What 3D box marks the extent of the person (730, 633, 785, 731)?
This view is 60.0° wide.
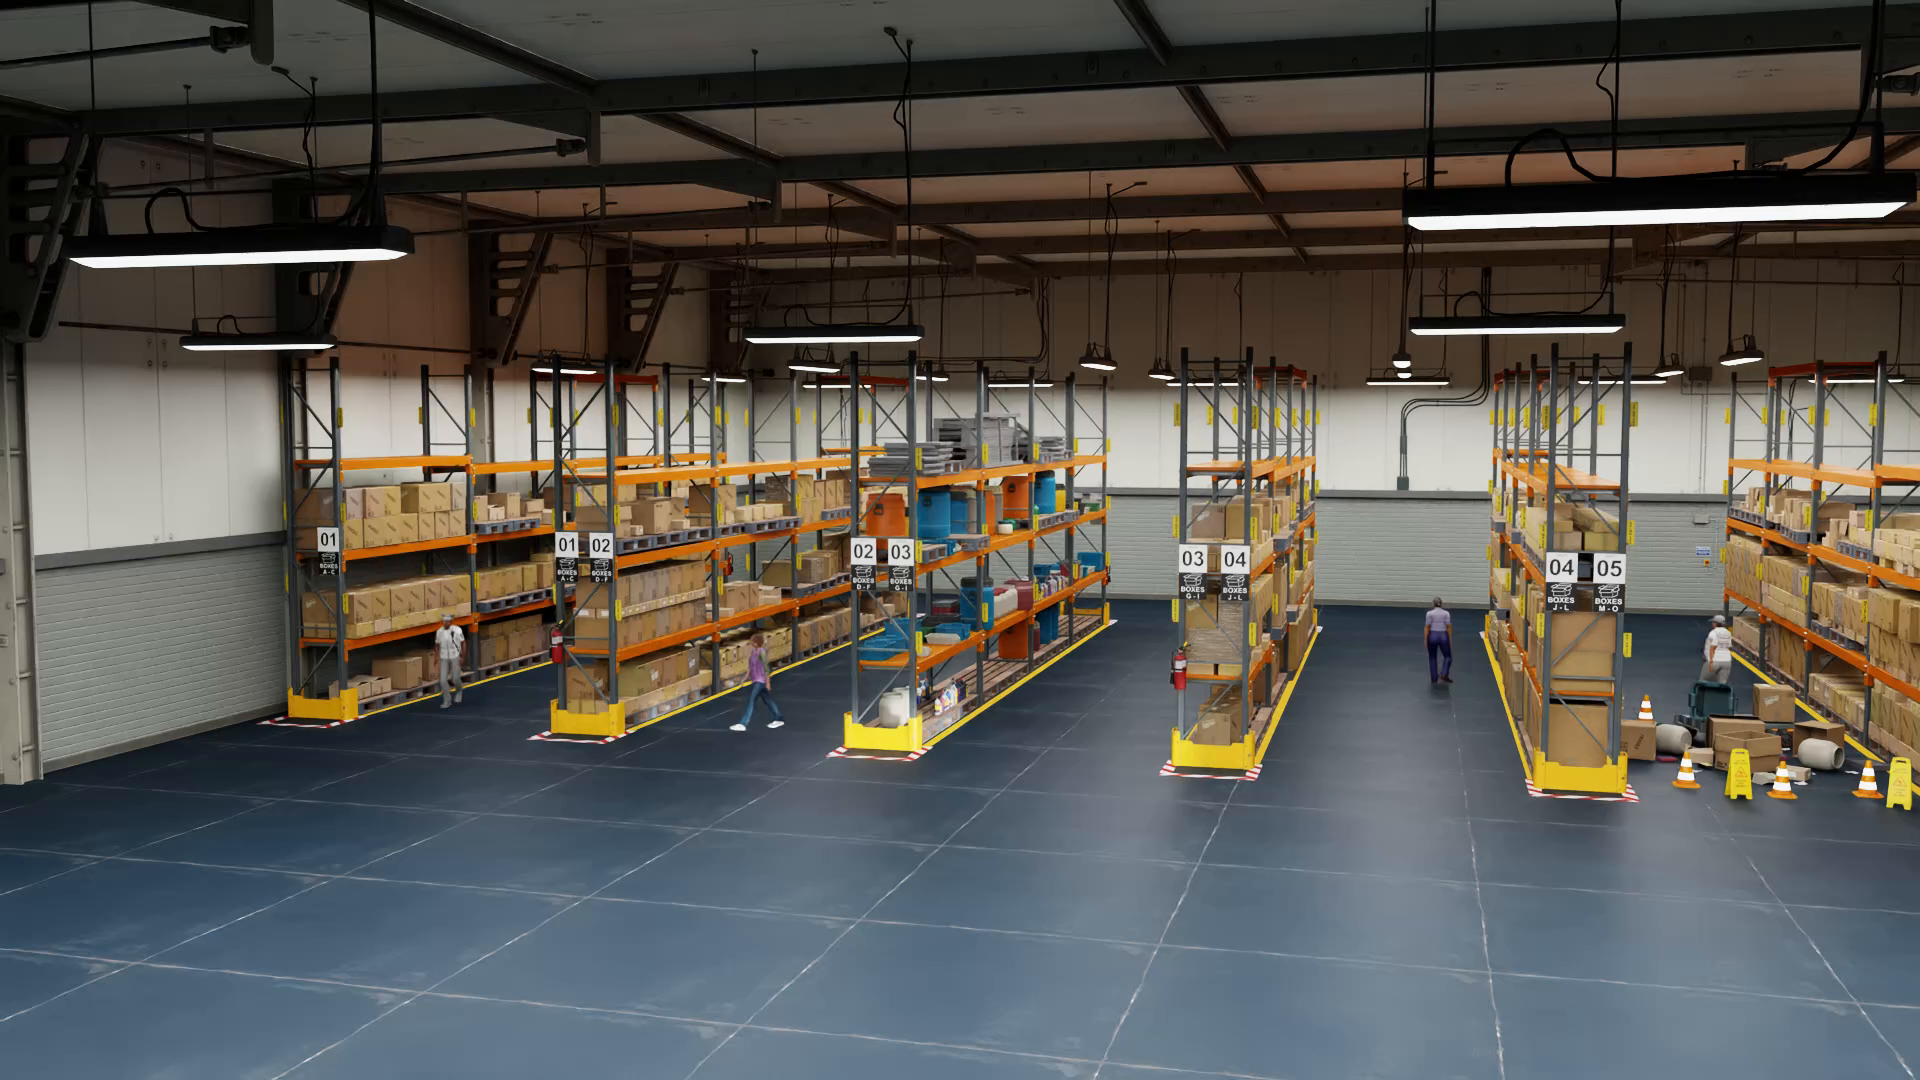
[{"bbox_3d":[-3.252,2.262,26.551,0.956,1.546,0.464,-2,4,-20],"label":"person"}]

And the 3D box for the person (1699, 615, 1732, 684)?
[{"bbox_3d":[12.857,2.111,28.186,0.511,1.675,0.511,0,4,-4],"label":"person"}]

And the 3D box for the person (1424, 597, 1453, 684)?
[{"bbox_3d":[8.998,1.906,31.234,0.537,1.624,0.522,1,4,14],"label":"person"}]

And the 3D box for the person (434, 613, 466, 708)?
[{"bbox_3d":[-8.847,2.066,28.917,0.540,1.658,0.554,0,4,3],"label":"person"}]
